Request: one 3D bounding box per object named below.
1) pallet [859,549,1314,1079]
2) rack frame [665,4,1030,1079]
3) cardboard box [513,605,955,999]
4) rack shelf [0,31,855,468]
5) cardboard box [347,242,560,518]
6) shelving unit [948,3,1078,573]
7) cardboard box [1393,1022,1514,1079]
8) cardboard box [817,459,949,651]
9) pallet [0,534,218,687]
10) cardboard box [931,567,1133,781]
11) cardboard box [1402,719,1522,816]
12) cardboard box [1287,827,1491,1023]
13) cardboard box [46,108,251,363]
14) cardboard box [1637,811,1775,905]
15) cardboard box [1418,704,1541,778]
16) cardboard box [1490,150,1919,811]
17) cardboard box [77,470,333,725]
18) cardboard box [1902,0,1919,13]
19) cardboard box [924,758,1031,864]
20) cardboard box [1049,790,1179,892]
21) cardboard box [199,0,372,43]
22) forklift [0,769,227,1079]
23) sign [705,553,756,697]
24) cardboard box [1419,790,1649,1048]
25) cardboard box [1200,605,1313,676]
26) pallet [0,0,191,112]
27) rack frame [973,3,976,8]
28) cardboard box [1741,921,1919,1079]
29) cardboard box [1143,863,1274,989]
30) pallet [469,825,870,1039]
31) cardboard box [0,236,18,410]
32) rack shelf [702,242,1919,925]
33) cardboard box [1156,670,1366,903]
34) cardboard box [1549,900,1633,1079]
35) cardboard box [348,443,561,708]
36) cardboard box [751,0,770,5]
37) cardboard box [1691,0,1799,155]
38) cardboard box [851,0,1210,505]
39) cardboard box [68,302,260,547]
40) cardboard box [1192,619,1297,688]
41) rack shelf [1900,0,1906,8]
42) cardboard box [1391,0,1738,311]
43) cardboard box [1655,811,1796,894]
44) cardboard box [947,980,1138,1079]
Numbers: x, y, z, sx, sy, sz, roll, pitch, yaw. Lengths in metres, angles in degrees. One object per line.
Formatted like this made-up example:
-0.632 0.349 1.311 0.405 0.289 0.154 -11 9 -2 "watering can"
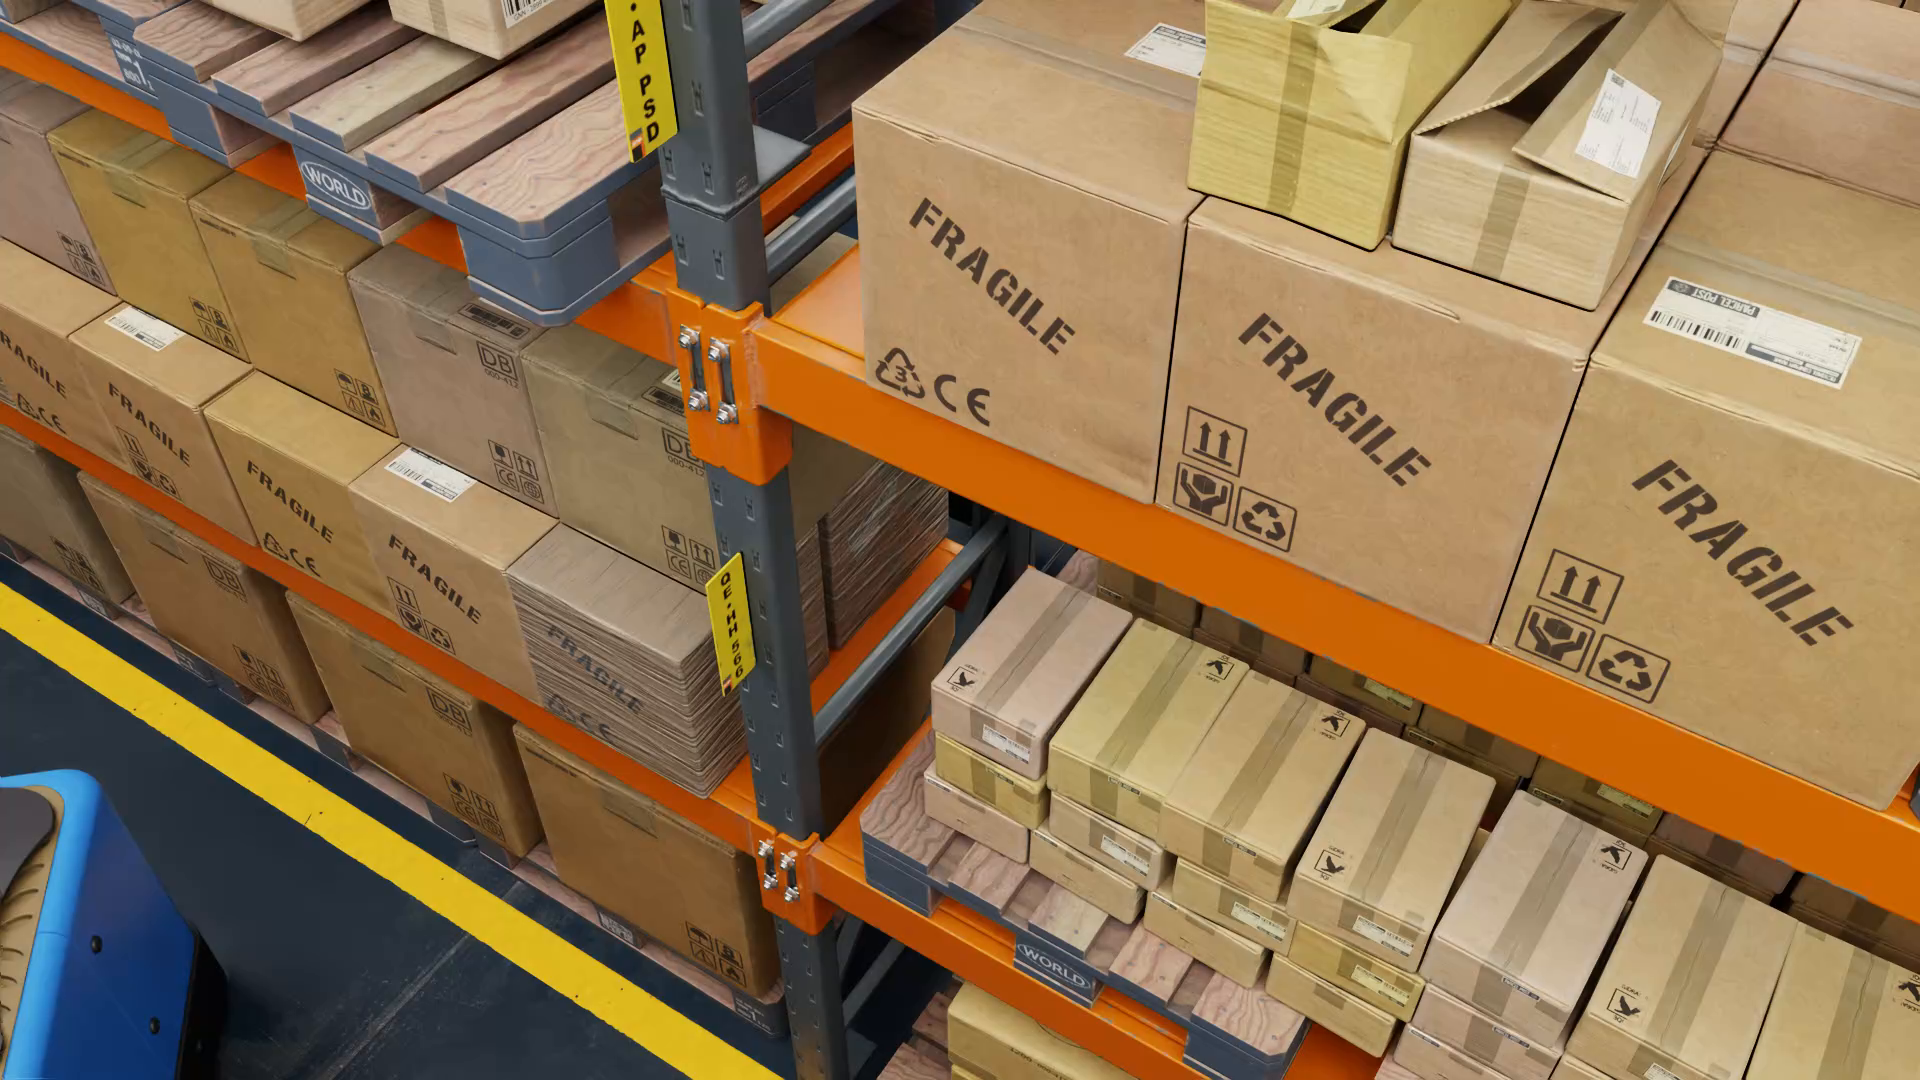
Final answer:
0.517 0.512 3.795 1.003 0.211 1.213 25 51 22 "pallet"
-0.141 0.233 3.932 0.127 3.000 1.000 25 51 22 "rack frame"
-0.605 0.581 4.870 0.750 0.750 1.050 24 50 22 "cardboard box"
-1.824 -1.336 3.866 4.000 0.370 1.077 25 51 22 "rack shelf"
-0.940 -0.525 3.901 0.500 0.500 0.700 24 50 22 "cardboard box"
0.139 -0.668 5.435 0.503 2.100 0.431 25 51 22 "shelving unit"
1.033 0.883 3.183 0.250 0.149 0.380 26 51 23 "cardboard box"
-0.373 -0.138 4.223 0.500 0.500 0.500 25 51 23 "cardboard box"
-2.818 -0.090 6.191 1.213 0.211 1.003 25 51 22 "pallet"
0.147 0.265 3.369 0.250 0.149 0.380 25 51 22 "cardboard box"
1.155 0.383 3.668 0.250 0.149 0.380 24 50 22 "cardboard box"
0.826 0.682 3.171 0.250 0.149 0.380 25 51 22 "cardboard box"
-1.803 -0.920 4.285 0.500 0.500 0.700 24 51 22 "cardboard box"
1.599 0.588 3.470 0.250 0.149 0.380 26 51 23 "cardboard box"
1.180 0.287 3.554 0.250 0.149 0.380 25 51 22 "cardboard box"
1.045 -0.085 2.080 0.500 0.500 0.500 25 51 22 "cardboard box"
-2.127 -0.116 5.547 0.750 0.750 1.050 25 51 22 "cardboard box"
3.753 -2.010 6.042 0.500 0.500 0.500 24 50 21 "cardboard box"
0.127 0.470 3.584 0.250 0.149 0.380 24 50 22 "cardboard box"
0.387 0.483 3.364 0.250 0.149 0.380 27 52 24 "cardboard box"
-1.183 -1.186 2.919 0.500 0.311 0.500 25 51 22 "cardboard box"
-3.567 0.827 3.403 3.031 2.935 1.130 -7 46 -7 "forklift"
-0.438 0.166 3.190 0.005 0.325 0.100 25 51 22 "sign"
1.027 0.670 2.975 0.250 0.149 0.380 27 52 24 "cardboard box"
0.747 0.090 3.746 0.250 0.149 0.380 27 51 23 "cardboard box"
-1.654 -1.395 3.554 1.213 0.211 1.003 27 52 24 "pallet"
-0.066 -0.762 5.526 0.015 2.100 0.400 25 51 22 "rack frame"
1.459 0.870 2.781 0.250 0.149 0.380 24 50 22 "cardboard box"
0.580 0.678 3.382 0.250 0.149 0.380 27 52 24 "cardboard box"
-0.764 0.854 5.273 1.213 0.211 1.003 25 51 22 "pallet"
-2.785 -0.789 4.856 0.500 0.500 0.500 25 51 22 "cardboard box"
1.543 0.213 2.361 4.000 0.370 1.077 25 51 22 "rack shelf"
0.575 0.463 3.176 0.250 0.149 0.380 24 51 22 "cardboard box"
1.242 0.877 2.981 0.250 0.149 0.380 24 51 22 "cardboard box"
-1.084 -0.008 4.096 0.500 0.500 0.500 25 51 22 "cardboard box"
-0.335 -1.132 2.979 0.250 0.149 0.380 23 50 21 "cardboard box"
0.905 -0.593 2.574 0.500 0.500 0.500 25 51 22 "cardboard box"
0.196 -0.465 2.449 0.500 0.500 0.500 25 51 22 "cardboard box"
-1.938 -0.397 4.475 0.500 0.500 0.500 25 51 23 "cardboard box"
0.731 0.185 3.861 0.250 0.149 0.380 25 51 22 "cardboard box"
4.306 -1.697 6.309 4.000 0.370 1.077 25 51 22 "rack shelf"
0.721 -0.516 1.965 0.258 0.266 0.396 25 51 22 "cardboard box"
1.608 0.485 3.362 0.250 0.149 0.380 26 51 23 "cardboard box"
0.309 1.110 4.007 0.500 0.250 0.500 23 50 20 "cardboard box"
